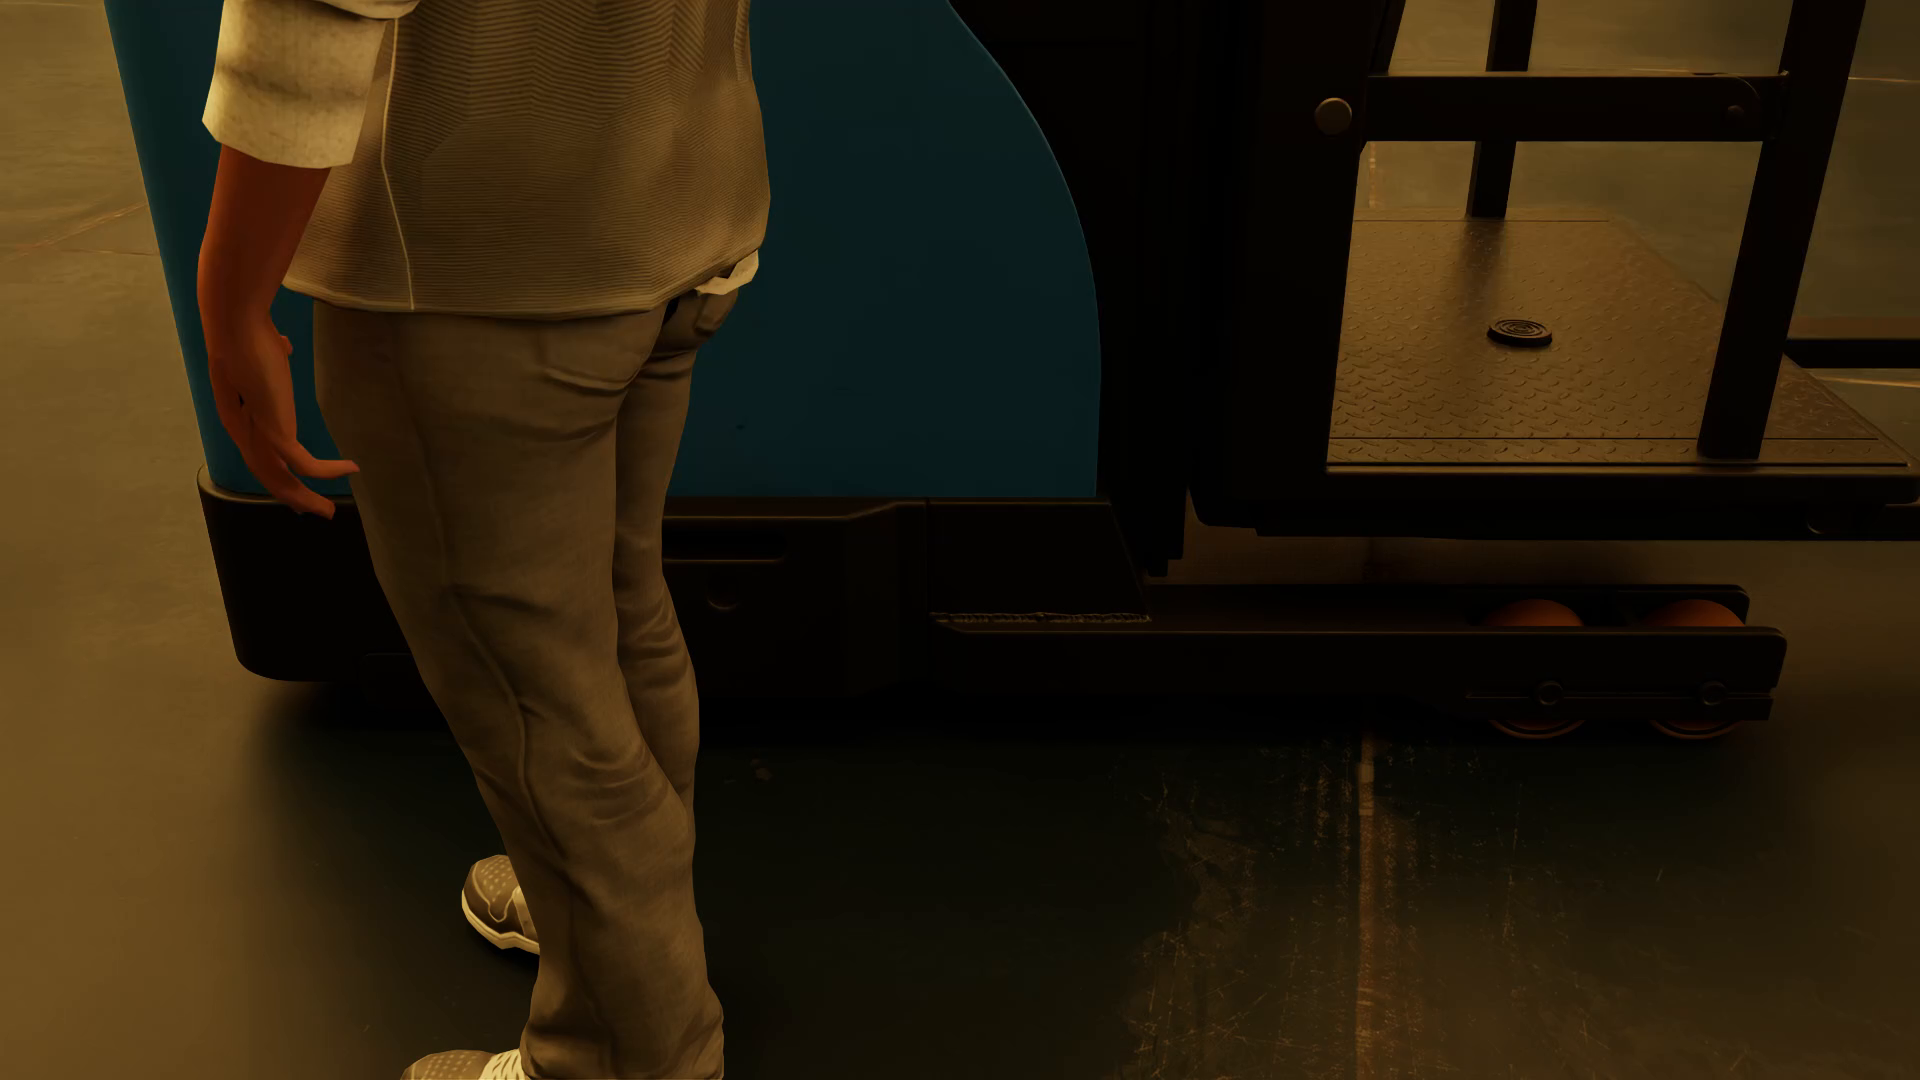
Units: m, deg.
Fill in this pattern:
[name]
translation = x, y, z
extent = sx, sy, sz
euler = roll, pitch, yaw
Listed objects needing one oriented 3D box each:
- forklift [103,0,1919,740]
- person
[forklift]
translation = 0.611, -1.307, 1.838
extent = 3.031, 2.935, 1.130
euler = 0, 27, 0
[person]
translation = -0.352, -0.207, 1.121
extent = 0.473, 1.600, 0.520
euler = 8, 28, 16
